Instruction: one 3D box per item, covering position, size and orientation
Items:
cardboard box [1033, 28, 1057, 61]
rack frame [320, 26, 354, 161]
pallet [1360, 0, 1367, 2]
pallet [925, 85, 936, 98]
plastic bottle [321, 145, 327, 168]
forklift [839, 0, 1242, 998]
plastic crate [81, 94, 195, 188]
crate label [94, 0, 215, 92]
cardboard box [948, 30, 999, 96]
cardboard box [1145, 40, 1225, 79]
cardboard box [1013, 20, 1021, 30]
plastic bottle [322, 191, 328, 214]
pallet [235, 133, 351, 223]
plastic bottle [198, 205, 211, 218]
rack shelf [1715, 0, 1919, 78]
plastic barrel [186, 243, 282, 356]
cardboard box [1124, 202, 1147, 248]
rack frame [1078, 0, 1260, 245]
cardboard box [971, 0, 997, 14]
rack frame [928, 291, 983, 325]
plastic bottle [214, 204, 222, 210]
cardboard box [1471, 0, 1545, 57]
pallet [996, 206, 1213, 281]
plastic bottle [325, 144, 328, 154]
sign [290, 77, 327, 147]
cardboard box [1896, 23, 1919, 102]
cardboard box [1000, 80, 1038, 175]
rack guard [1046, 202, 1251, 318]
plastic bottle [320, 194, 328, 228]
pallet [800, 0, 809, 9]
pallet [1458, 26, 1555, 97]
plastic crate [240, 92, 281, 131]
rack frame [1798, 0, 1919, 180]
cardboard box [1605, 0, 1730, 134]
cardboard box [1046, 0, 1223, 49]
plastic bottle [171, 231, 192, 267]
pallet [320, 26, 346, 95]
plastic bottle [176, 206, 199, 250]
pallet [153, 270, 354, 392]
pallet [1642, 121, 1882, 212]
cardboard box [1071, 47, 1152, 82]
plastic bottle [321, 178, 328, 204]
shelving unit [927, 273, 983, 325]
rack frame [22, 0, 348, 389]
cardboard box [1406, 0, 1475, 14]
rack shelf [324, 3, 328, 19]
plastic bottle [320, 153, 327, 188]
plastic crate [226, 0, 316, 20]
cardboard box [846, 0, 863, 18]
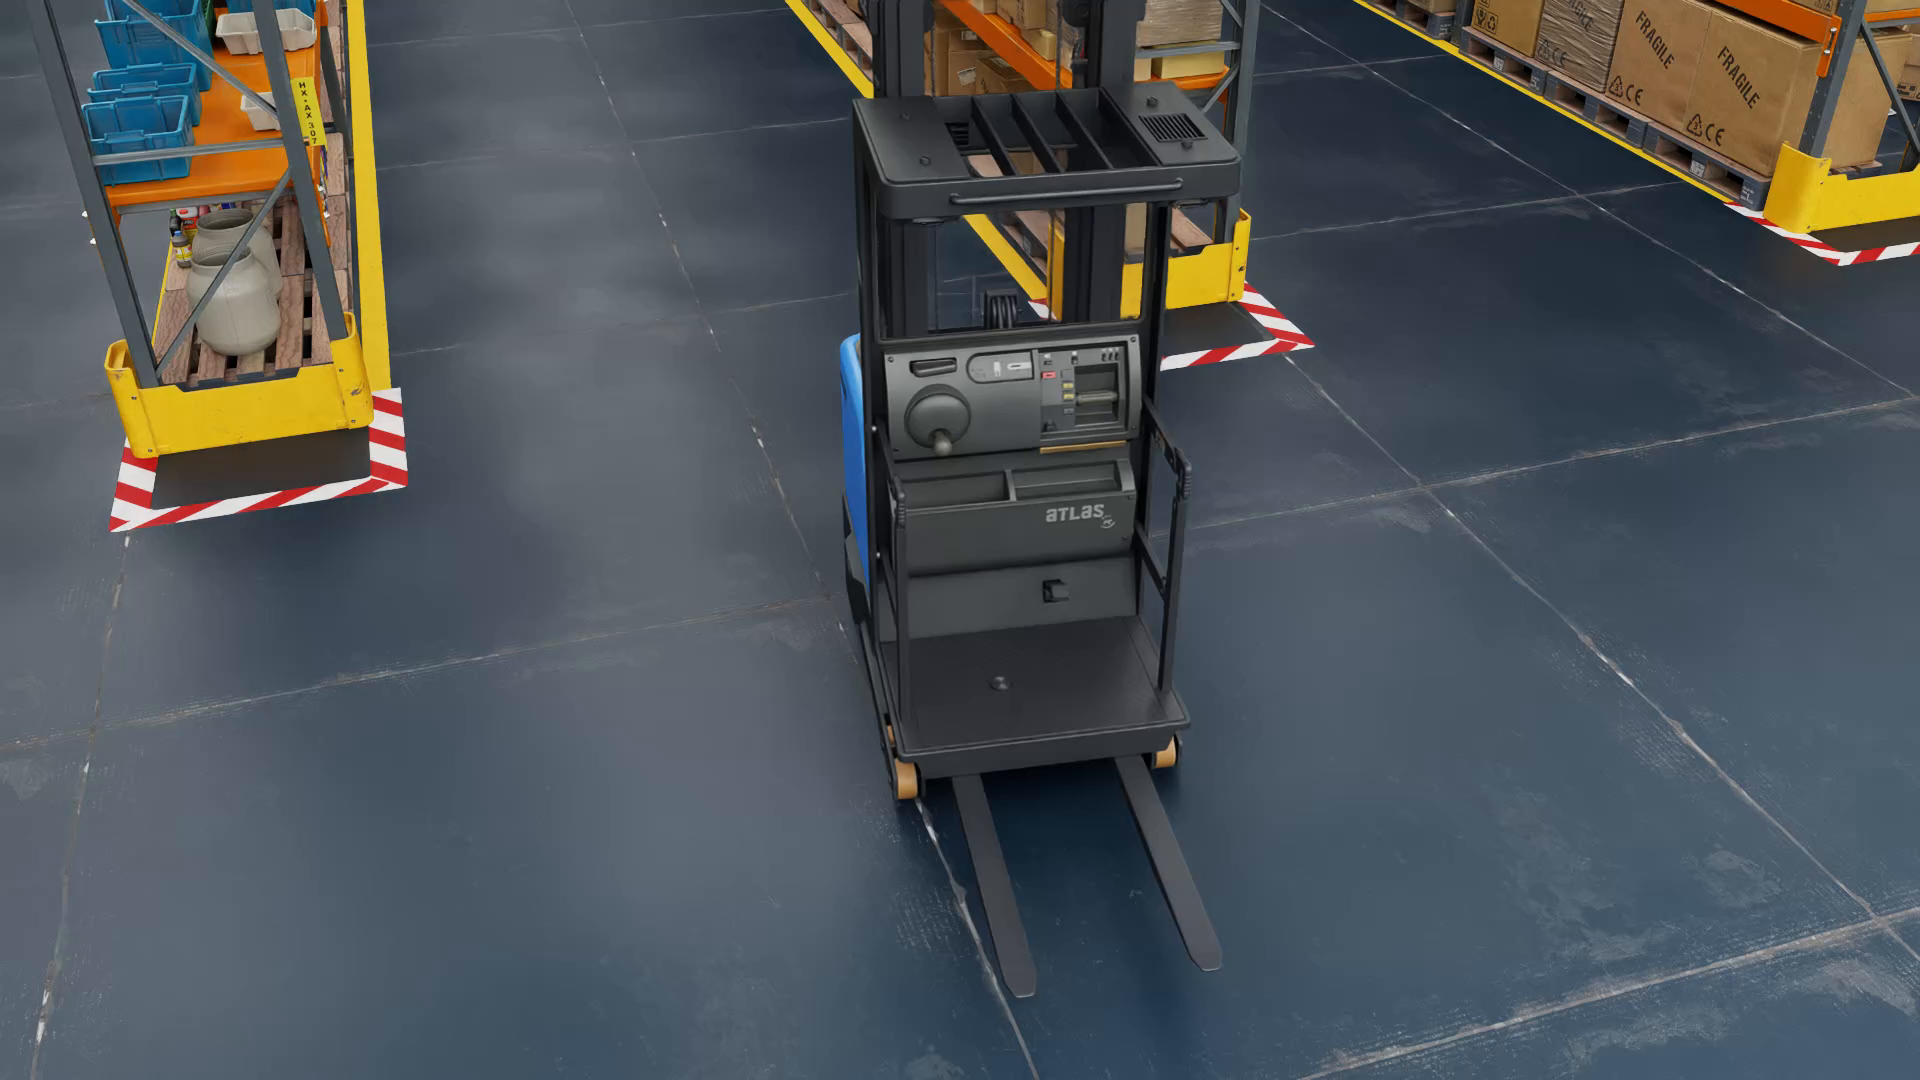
[{"bbox_3d":[0.642,-2.906,9.654,0.380,0.149,0.250,-10,35,-15],"label":"cardboard box"},{"bbox_3d":[-4.811,-3.909,10.945,1.000,3.000,0.127,-10,35,-15],"label":"rack frame"},{"bbox_3d":[3.978,-5.394,15.721,1.003,0.211,1.213,-10,35,-15],"label":"pallet"},{"bbox_3d":[0.145,-3.232,12.449,1.003,0.211,1.213,-10,35,-15],"label":"pallet"},{"bbox_3d":[-4.281,-2.597,10.963,0.144,0.351,0.185,-12,35,-17],"label":"plastic bottle"},{"bbox_3d":[0.234,-0.463,5.793,1.130,2.935,3.031,-6,34,-8],"label":"forklift"},{"bbox_3d":[-4.028,-1.959,8.129,0.499,0.251,0.616,-10,35,-15],"label":"plastic crate"},{"bbox_3d":[-4.410,-2.744,9.150,0.502,0.435,0.616,-10,35,-15],"label":"crate label"},{"bbox_3d":[0.172,-3.358,11.997,0.500,0.500,0.500,0,33,1],"label":"cardboard box"},{"bbox_3d":[1.266,-2.727,9.383,0.380,0.149,0.250,-10,35,-15],"label":"cardboard box"},{"bbox_3d":[0.543,-3.178,10.066,0.380,0.149,0.250,-10,35,-15],"label":"cardboard box"},{"bbox_3d":[-4.012,-2.114,10.367,0.097,0.201,0.097,0,33,0],"label":"plastic bottle"},{"bbox_3d":[-4.646,-2.386,11.169,1.003,0.211,1.213,-10,35,-15],"label":"pallet"},{"bbox_3d":[-4.518,-1.905,9.976,0.061,0.283,0.133,-10,35,-15],"label":"plastic bottle"},{"bbox_3d":[5.271,-4.173,11.996,1.077,0.370,4.000,-10,35,-15],"label":"rack shelf"},{"bbox_3d":[-3.864,-1.279,8.840,0.421,0.512,0.421,0,33,0],"label":"plastic barrel"},{"bbox_3d":[0.952,-2.105,10.101,0.500,0.500,0.500,-4,34,-6],"label":"cardboard box"},{"bbox_3d":[1.126,-2.642,9.027,1.000,3.000,0.127,-10,35,-15],"label":"rack frame"},{"bbox_3d":[0.285,-3.422,10.435,0.380,0.149,0.250,-10,35,-15],"label":"cardboard box"},{"bbox_3d":[-0.018,-0.568,7.521,0.240,1.200,0.006,-6,34,-8],"label":"rack frame"},{"bbox_3d":[-4.614,-2.055,10.278,0.097,0.201,0.097,0,33,0],"label":"plastic bottle"},{"bbox_3d":[4.786,-4.470,13.340,0.875,0.875,0.875,-9,35,-14],"label":"cardboard box"},{"bbox_3d":[0.889,-1.951,10.511,1.003,0.211,1.213,-10,35,-15],"label":"pallet"},{"bbox_3d":[-4.350,-2.762,11.274,0.061,0.283,0.133,-8,34,-12],"label":"plastic bottle"},{"bbox_3d":[-3.065,-2.014,7.827,0.100,0.325,0.005,-10,35,-15],"label":"sign"},{"bbox_3d":[7.617,-3.763,12.988,0.637,0.503,0.797,19,38,26],"label":"cardboard box"},{"bbox_3d":[0.564,-2.745,11.069,0.500,0.500,0.500,-7,34,-10],"label":"cardboard box"},{"bbox_3d":[1.103,-1.639,9.776,1.175,0.500,0.348,-10,35,-15],"label":"rack guard"},{"bbox_3d":[-3.951,-2.038,10.190,0.097,0.271,0.097,0,33,0],"label":"plastic bottle"},{"bbox_3d":[-1.077,-5.268,15.531,1.003,0.211,1.213,-10,35,-15],"label":"pallet"},{"bbox_3d":[4.818,-3.947,13.532,1.003,0.211,1.213,-10,35,-15],"label":"pallet"},{"bbox_3d":[-3.557,-2.223,8.632,0.298,0.136,0.250,-10,35,-15],"label":"plastic crate"},{"bbox_3d":[5.881,-3.423,10.209,1.000,3.000,0.127,-10,35,-15],"label":"rack frame"},{"bbox_3d":[5.341,-3.518,11.899,0.875,0.875,0.875,-11,35,-15],"label":"cardboard box"},{"bbox_3d":[0.985,-3.101,9.361,0.875,0.500,0.500,-10,35,-15],"label":"cardboard box"},{"bbox_3d":[-4.568,-1.715,9.764,0.097,0.201,0.097,0,33,0],"label":"plastic bottle"},{"bbox_3d":[-5.463,-3.793,13.299,1.003,0.211,1.213,-10,35,-15],"label":"pallet"},{"bbox_3d":[-4.619,-1.883,9.951,0.152,0.276,0.135,-10,35,-14],"label":"plastic bottle"},{"bbox_3d":[-3.901,-1.105,9.230,1.003,0.211,1.213,-10,35,-15],"label":"pallet"},{"bbox_3d":[5.562,-2.666,11.593,1.003,0.211,1.213,-10,35,-15],"label":"pallet"},{"bbox_3d":[0.843,-2.652,9.270,0.380,0.149,0.250,-10,35,-15],"label":"cardboard box"},{"bbox_3d":[-4.075,-2.222,10.530,0.097,0.201,0.097,0,33,0],"label":"plastic bottle"},{"bbox_3d":[-0.034,-0.618,7.597,0.258,1.200,0.189,-6,34,-8],"label":"shelving unit"},{"bbox_3d":[-3.591,-1.809,7.766,1.000,3.000,0.127,-10,35,-15],"label":"rack frame"},{"bbox_3d":[4.386,-5.070,14.362,1.050,0.750,0.750,-10,35,-15],"label":"cardboard box"},{"bbox_3d":[-5.421,-4.659,12.732,1.077,0.370,4.000,-10,35,-15],"label":"rack shelf"},{"bbox_3d":[-4.183,-2.427,10.706,0.144,0.351,0.185,-10,35,-15],"label":"plastic bottle"},{"bbox_3d":[-4.215,-3.311,10.175,0.499,0.251,0.616,-10,35,-15],"label":"plastic crate"},{"bbox_3d":[-0.559,-4.756,14.094,0.700,0.500,0.500,-13,36,-19],"label":"cardboard box"}]
